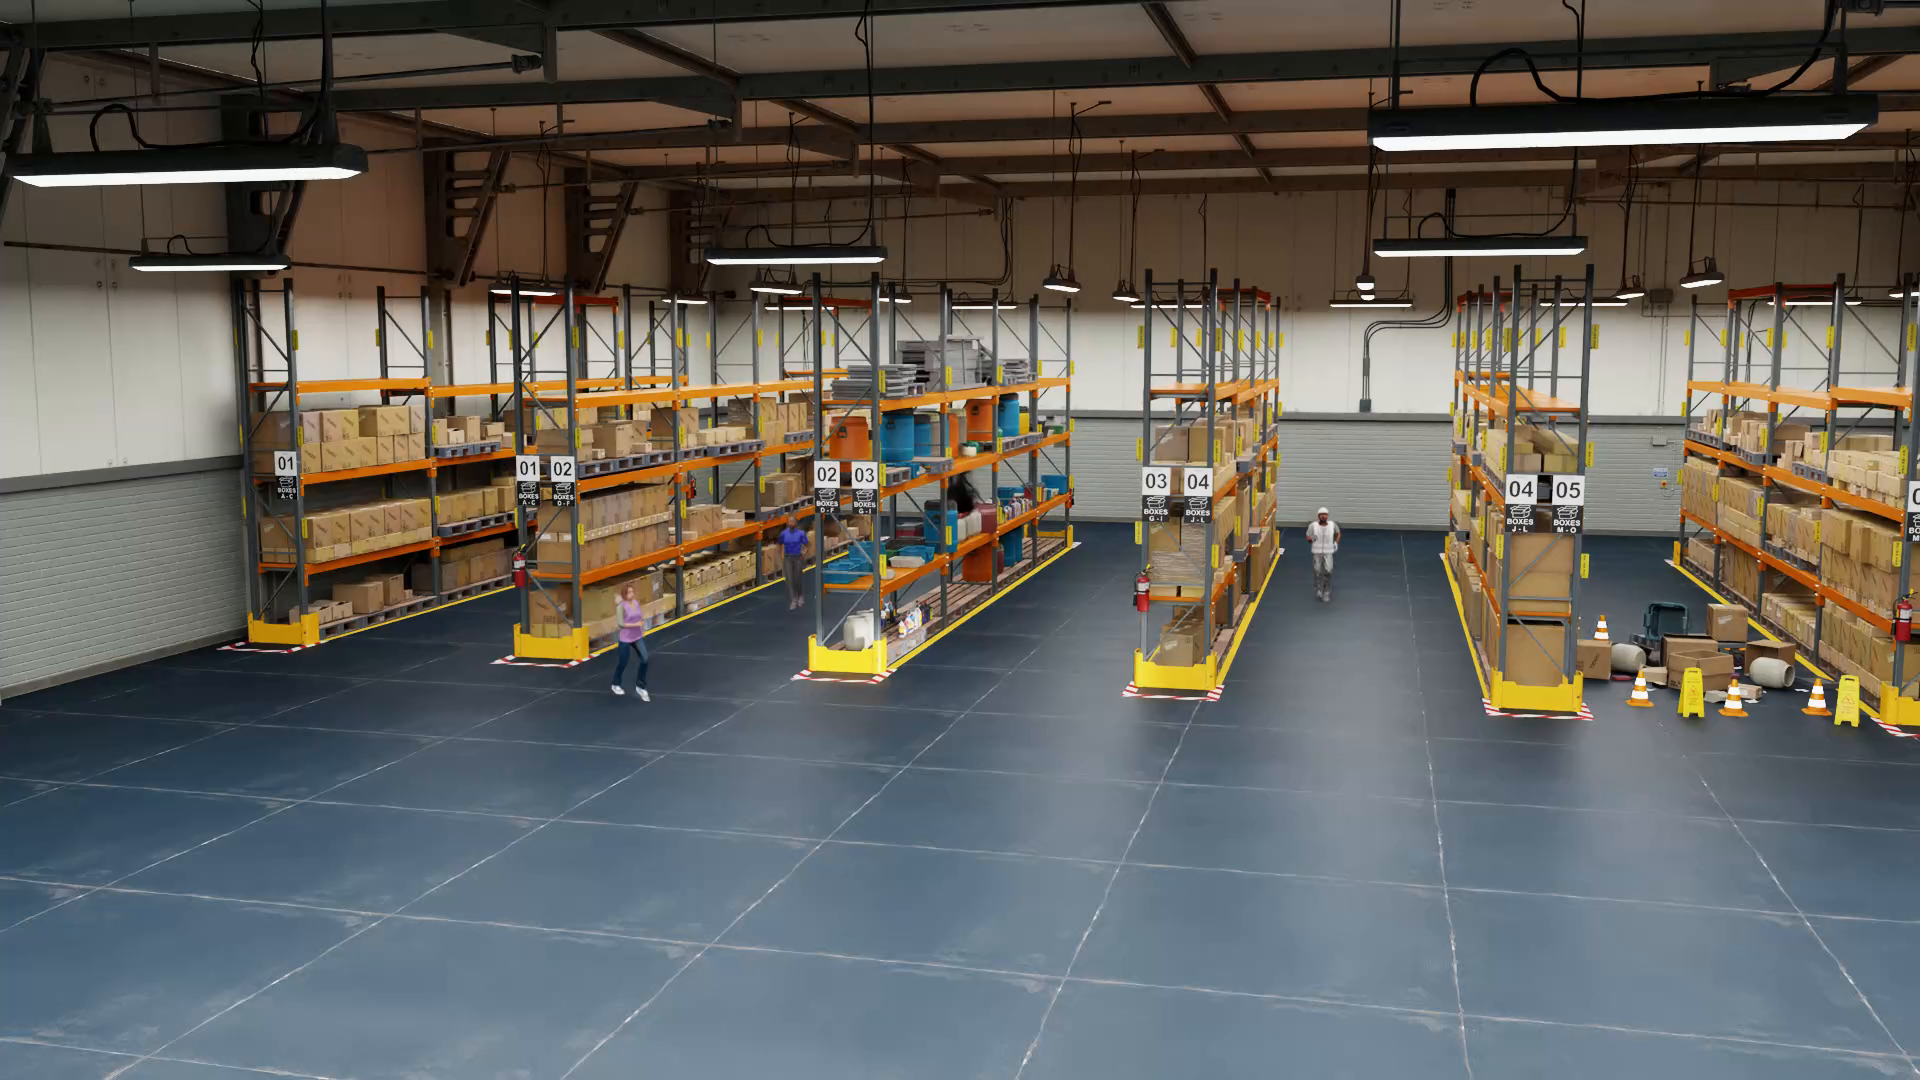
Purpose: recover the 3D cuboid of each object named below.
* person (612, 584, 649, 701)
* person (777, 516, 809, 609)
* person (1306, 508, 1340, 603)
[{"bbox_3d":[-4.593,1.428,23.221,0.507,1.638,0.727,-7,10,-44],"label":"person"},{"bbox_3d":[-2.959,0.383,29.417,0.587,1.641,0.549,0,7,4],"label":"person"},{"bbox_3d":[6.978,0.289,31.998,0.659,1.827,0.716,1,7,12],"label":"person"}]
